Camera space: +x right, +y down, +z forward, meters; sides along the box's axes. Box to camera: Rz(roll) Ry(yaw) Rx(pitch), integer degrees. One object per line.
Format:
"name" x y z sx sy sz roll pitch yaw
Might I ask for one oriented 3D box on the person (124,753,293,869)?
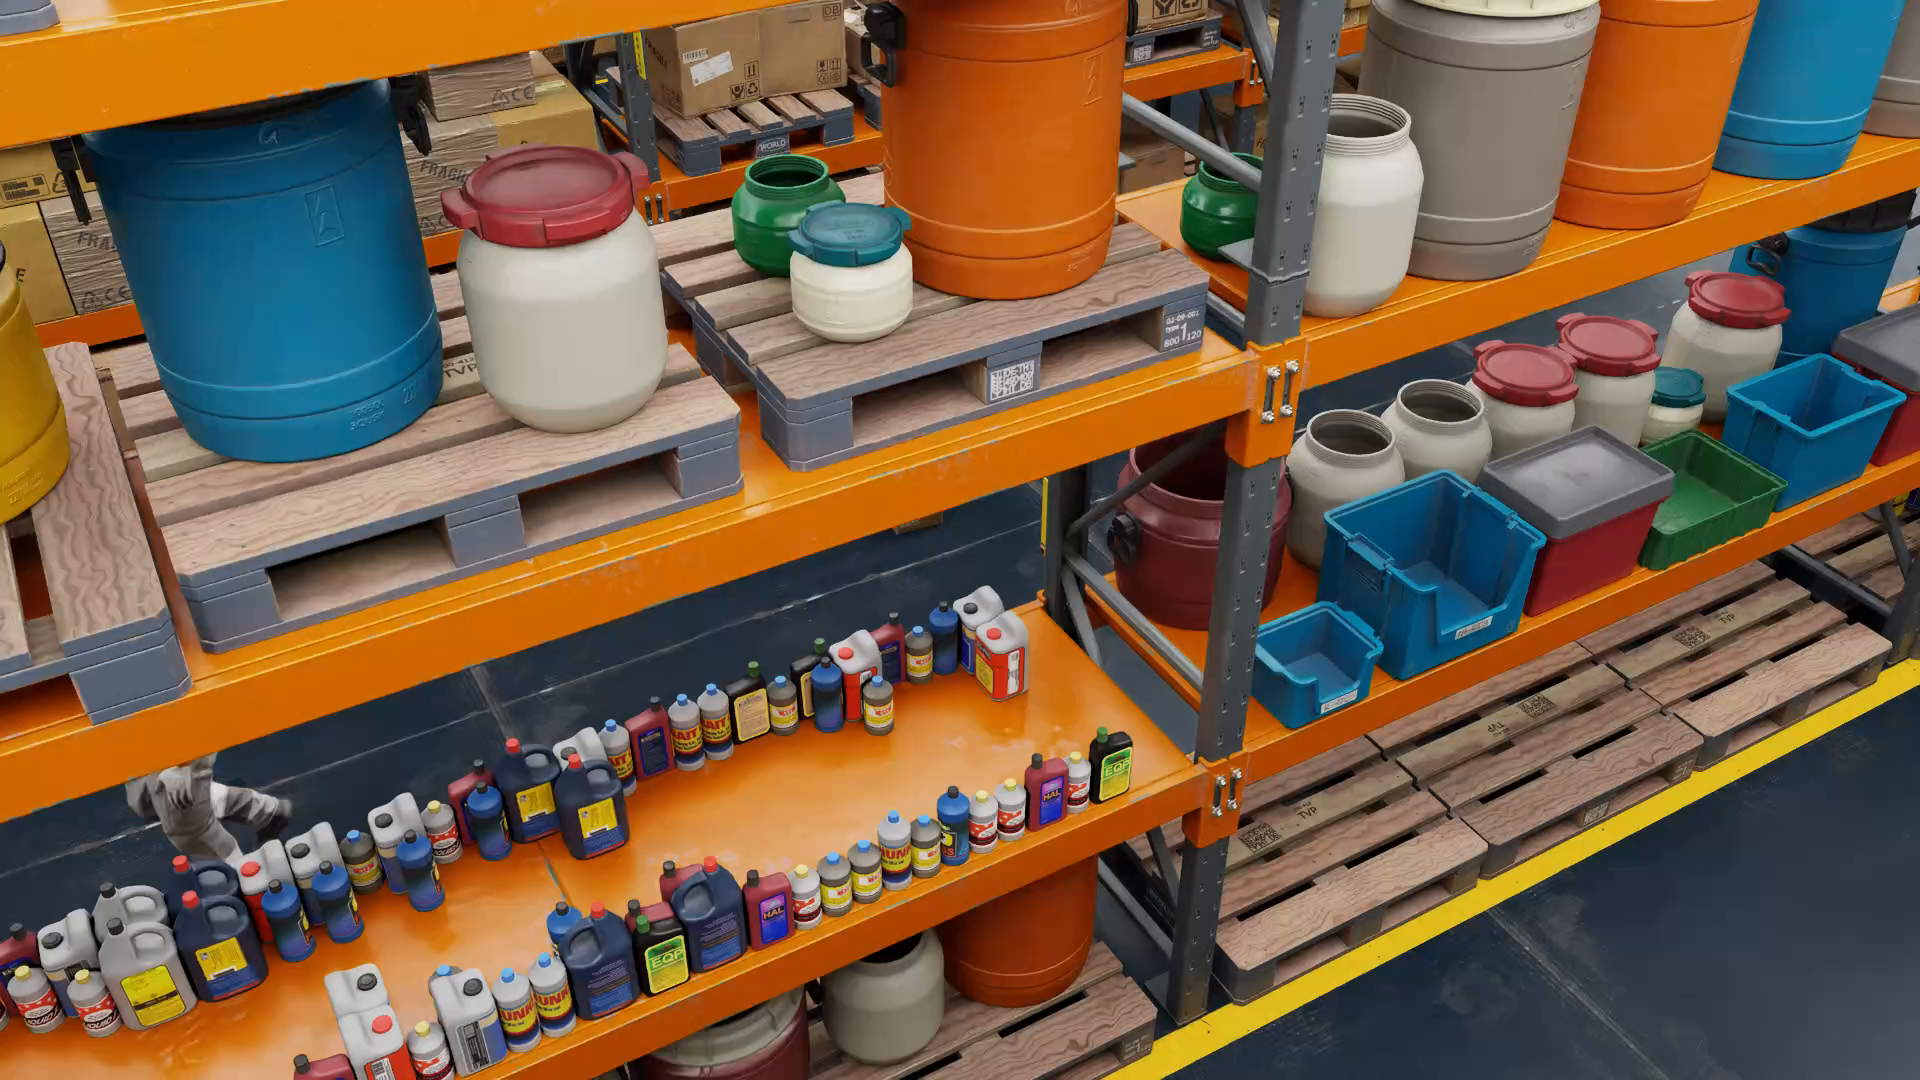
"person" -2.786 0.678 5.961 0.544 1.779 0.529 -22 42 -27
